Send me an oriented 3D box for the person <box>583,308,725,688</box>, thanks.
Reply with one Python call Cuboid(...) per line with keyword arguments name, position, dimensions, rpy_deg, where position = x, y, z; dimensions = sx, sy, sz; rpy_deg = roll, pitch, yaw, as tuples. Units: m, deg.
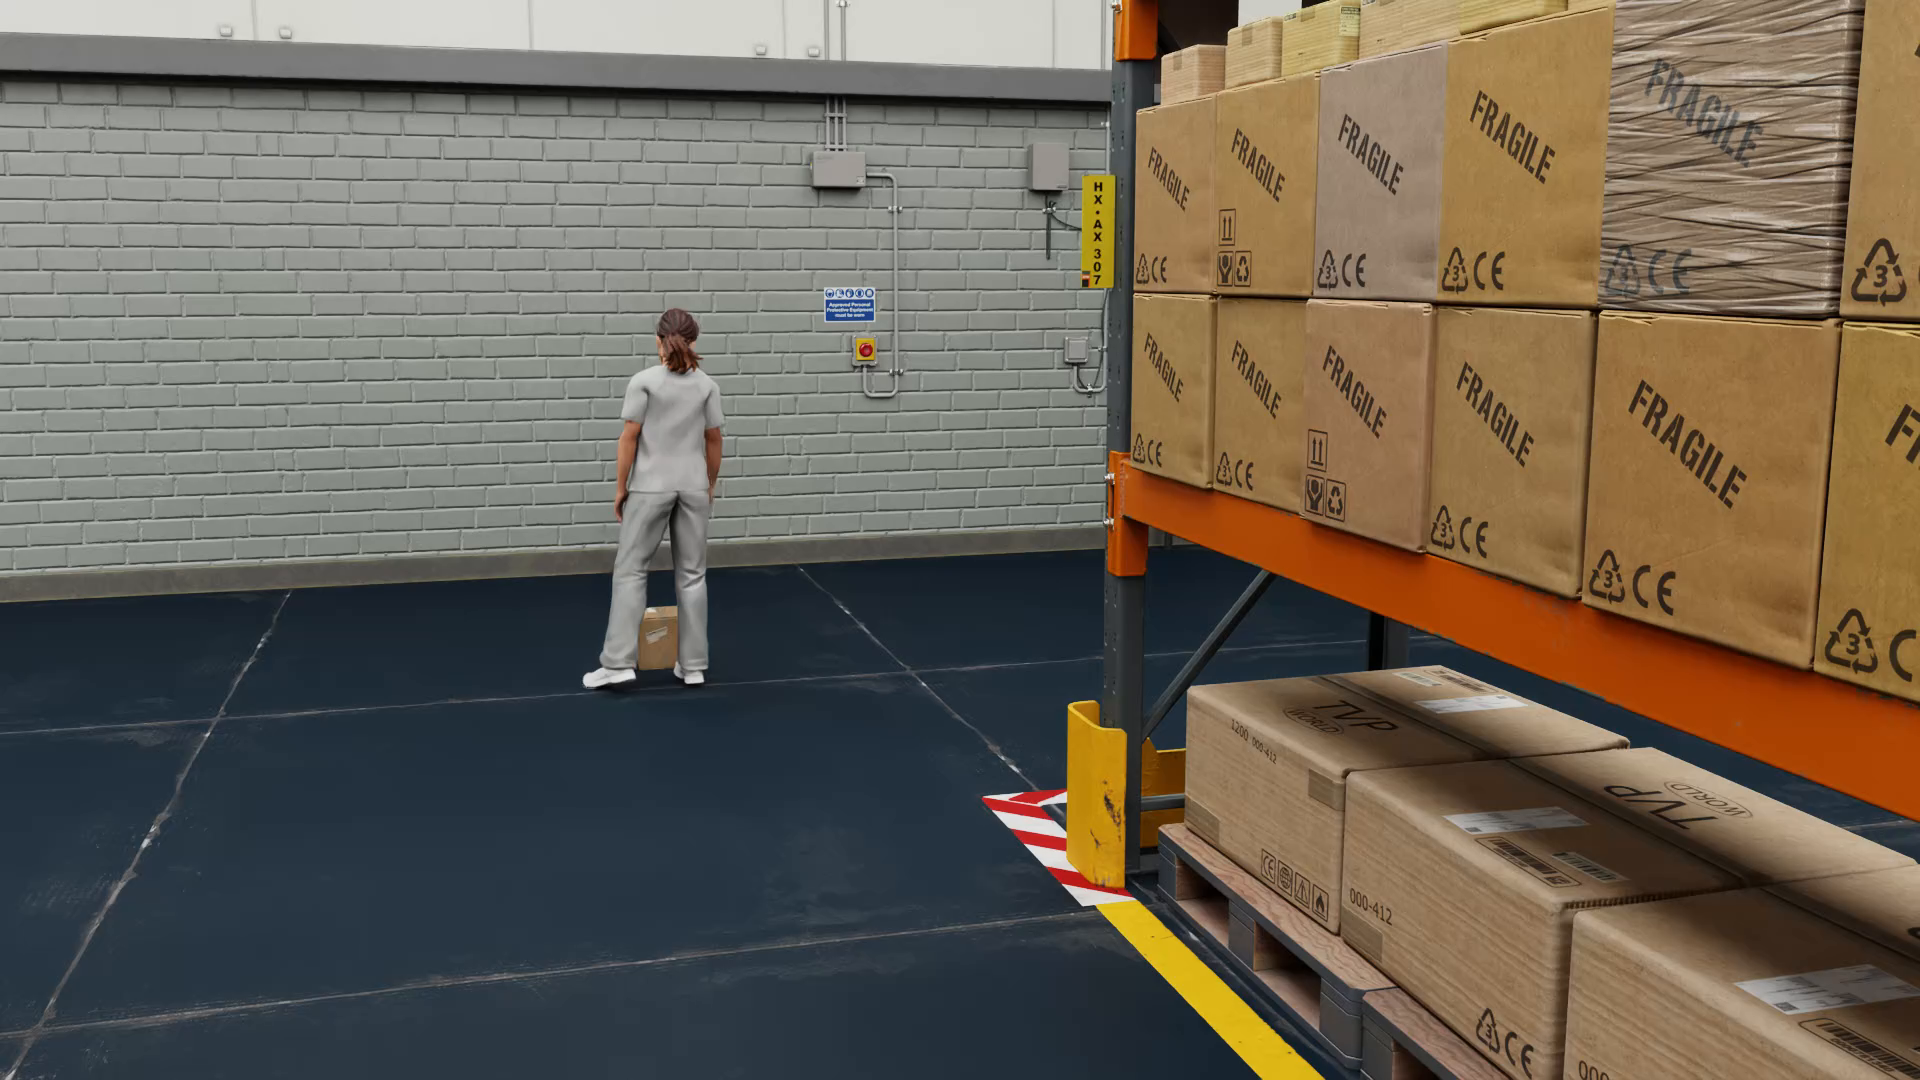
Cuboid(name="person", position=(-1.350, -0.173, 7.374), dimensions=(0.627, 1.692, 0.415), rpy_deg=(-5, 10, -26))
